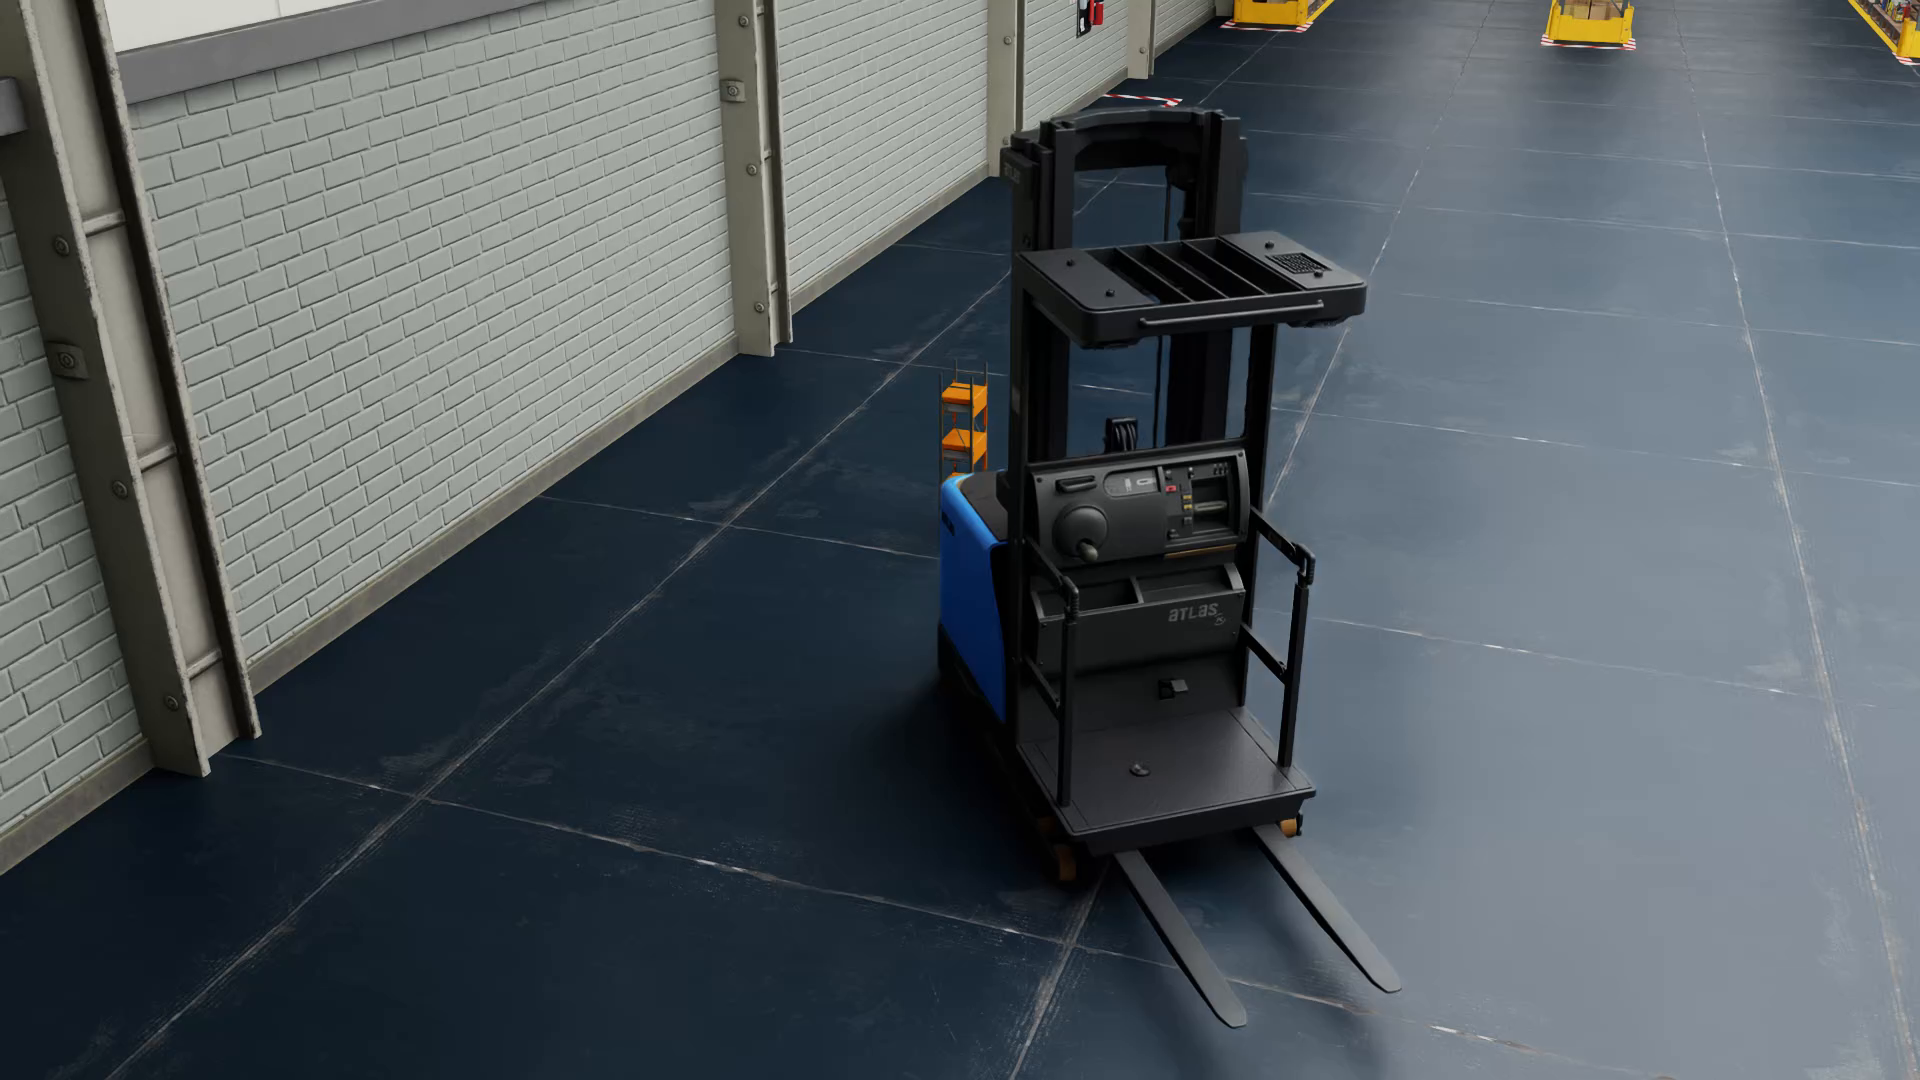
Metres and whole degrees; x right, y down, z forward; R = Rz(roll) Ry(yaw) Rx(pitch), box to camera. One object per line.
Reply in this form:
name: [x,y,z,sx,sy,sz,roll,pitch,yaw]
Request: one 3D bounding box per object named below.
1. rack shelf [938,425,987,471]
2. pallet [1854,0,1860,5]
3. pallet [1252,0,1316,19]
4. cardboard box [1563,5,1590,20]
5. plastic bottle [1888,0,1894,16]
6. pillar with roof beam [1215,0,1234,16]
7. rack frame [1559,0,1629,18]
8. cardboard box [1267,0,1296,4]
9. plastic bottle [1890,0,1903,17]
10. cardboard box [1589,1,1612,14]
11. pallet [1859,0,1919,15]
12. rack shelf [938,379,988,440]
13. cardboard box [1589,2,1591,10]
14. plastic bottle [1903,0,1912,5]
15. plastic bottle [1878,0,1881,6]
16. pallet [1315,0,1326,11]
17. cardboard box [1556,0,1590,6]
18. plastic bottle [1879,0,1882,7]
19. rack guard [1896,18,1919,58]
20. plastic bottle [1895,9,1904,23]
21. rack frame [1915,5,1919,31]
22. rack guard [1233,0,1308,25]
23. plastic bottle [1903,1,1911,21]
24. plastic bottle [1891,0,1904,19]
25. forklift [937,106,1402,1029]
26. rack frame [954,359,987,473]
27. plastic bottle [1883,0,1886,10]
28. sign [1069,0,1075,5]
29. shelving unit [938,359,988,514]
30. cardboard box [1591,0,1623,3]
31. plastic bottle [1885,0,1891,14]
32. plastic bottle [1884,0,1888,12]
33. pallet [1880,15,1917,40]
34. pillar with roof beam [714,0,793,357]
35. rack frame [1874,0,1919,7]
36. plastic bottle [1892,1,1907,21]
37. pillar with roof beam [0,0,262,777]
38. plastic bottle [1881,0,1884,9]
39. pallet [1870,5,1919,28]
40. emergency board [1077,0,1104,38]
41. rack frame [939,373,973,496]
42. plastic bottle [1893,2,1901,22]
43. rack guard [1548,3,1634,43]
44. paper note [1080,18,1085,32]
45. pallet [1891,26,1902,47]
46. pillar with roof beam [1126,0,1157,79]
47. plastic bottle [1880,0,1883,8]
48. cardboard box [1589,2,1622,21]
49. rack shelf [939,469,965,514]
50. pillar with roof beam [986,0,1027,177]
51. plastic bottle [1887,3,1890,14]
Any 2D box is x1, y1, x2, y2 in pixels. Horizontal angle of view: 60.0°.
rack shelf: [0.018,-0.485,9.571,0.215,0.259,0.240,9,27,17]
pallet: [16.364,-9.611,29.358,1.003,0.211,1.213,9,27,17]
pallet: [5.391,-8.932,27.956,1.003,0.211,1.213,9,27,17]
cardboard box: [9.634,-8.325,26.176,0.500,0.250,0.500,9,27,17]
plastic bottle: [14.871,-8.517,26.433,0.144,0.351,0.185,9,27,17]
pillar with roof beam: [8.539,-12.316,24.862,9.100,9.000,0.400,9,27,17]
rack frame: [9.734,-9.111,25.125,1.000,3.000,0.127,9,27,17]
cardboard box: [5.377,-9.087,27.656,0.500,0.311,0.500,6,26,12]
plastic bottle: [14.809,-8.440,26.275,0.144,0.351,0.185,10,28,20]
cardboard box: [10.285,-8.456,26.447,0.500,0.250,0.500,9,27,17]
pallet: [15.960,-9.108,28.319,1.003,0.211,1.213,9,27,17]
rack shelf: [0.018,-0.740,9.448,0.215,0.259,0.240,9,27,17]
cardboard box: [10.452,-8.662,26.871,0.500,0.250,0.500,9,27,17]
plastic bottle: [15.019,-8.472,26.426,0.152,0.276,0.135,9,27,17]
plastic bottle: [15.216,-8.937,27.393,0.097,0.271,0.097,0,26,0]
pallet: [5.798,-9.432,28.988,1.003,0.211,1.213,9,27,17]
cardboard box: [9.632,-8.663,26.013,0.500,0.500,0.500,9,27,17]
plastic bottle: [15.182,-8.864,27.322,0.097,0.201,0.097,0,26,0]
rack guard: [14.385,-7.304,24.261,1.175,0.500,0.348,9,27,17]
plastic bottle: [14.602,-8.148,25.842,0.097,0.201,0.097,0,26,0]
rack frame: [14.404,-8.391,23.638,1.000,3.000,0.127,9,27,17]
rack guard: [5.087,-8.734,27.215,1.175,0.500,0.348,9,27,17]
plastic bottle: [14.812,-8.269,25.999,0.061,0.283,0.133,9,27,17]
plastic bottle: [14.758,-8.338,26.149,0.152,0.276,0.135,8,27,16]
forklift: [0.811,-0.103,6.600,1.130,2.935,3.031,-8,27,-15]
rack frame: [0.058,-0.545,9.670,0.200,1.050,0.008,9,27,17]
plastic bottle: [15.075,-8.769,26.954,0.144,0.351,0.185,10,27,19]
sign: [1.343,-6.569,19.834,0.001,0.329,0.234,9,27,17]
shelving unit: [0.018,-0.495,9.567,0.215,1.050,0.252,9,27,17]
cardboard box: [10.287,-8.794,26.283,0.500,0.500,0.500,9,27,17]
plastic bottle: [14.918,-8.599,26.680,0.061,0.283,0.133,10,28,20]
plastic bottle: [15.012,-8.691,26.793,0.144,0.351,0.185,8,27,15]
pallet: [15.068,-8.007,26.044,1.003,0.211,1.213,9,27,17]
pillar with roof beam: [2.549,-4.919,9.584,9.100,9.000,0.400,9,27,17]
rack frame: [15.735,-10.035,27.033,1.000,3.000,0.127,9,27,17]
plastic bottle: [14.712,-8.281,26.032,0.152,0.276,0.135,9,27,18]
pillar with roof beam: [0.552,-2.454,4.492,9.100,9.000,0.400,9,27,17]
plastic bottle: [15.134,-8.803,27.109,0.152,0.276,0.135,10,27,19]
pallet: [15.472,-8.510,27.083,1.003,0.211,1.213,9,27,17]
emergency board: [1.624,-6.765,20.280,0.194,1.169,0.643,9,27,17]
rack frame: [-0.023,-0.444,9.463,0.200,1.050,0.008,9,27,17]
plastic bottle: [14.624,-8.235,25.929,0.061,0.283,0.133,9,27,19]
rack guard: [9.726,-7.976,25.649,1.175,0.500,0.348,9,27,17]
paper note: [1.500,-6.306,20.342,0.016,0.148,0.142,9,27,17]
pallet: [14.660,-7.507,25.012,1.003,0.211,1.213,9,27,17]
pillar with roof beam: [6.542,-9.851,19.769,9.100,9.000,0.400,9,27,17]
plastic bottle: [15.148,-8.822,27.235,0.097,0.201,0.097,0,26,0]
cardboard box: [10.123,-8.250,26.021,0.500,0.250,0.500,9,27,17]
rack shelf: [0.018,-0.235,9.692,0.215,0.259,0.240,9,27,17]
pillar with roof beam: [4.545,-7.385,14.677,9.100,9.000,0.400,9,27,17]
plastic bottle: [14.896,-8.511,26.593,0.097,0.201,0.097,0,26,0]
